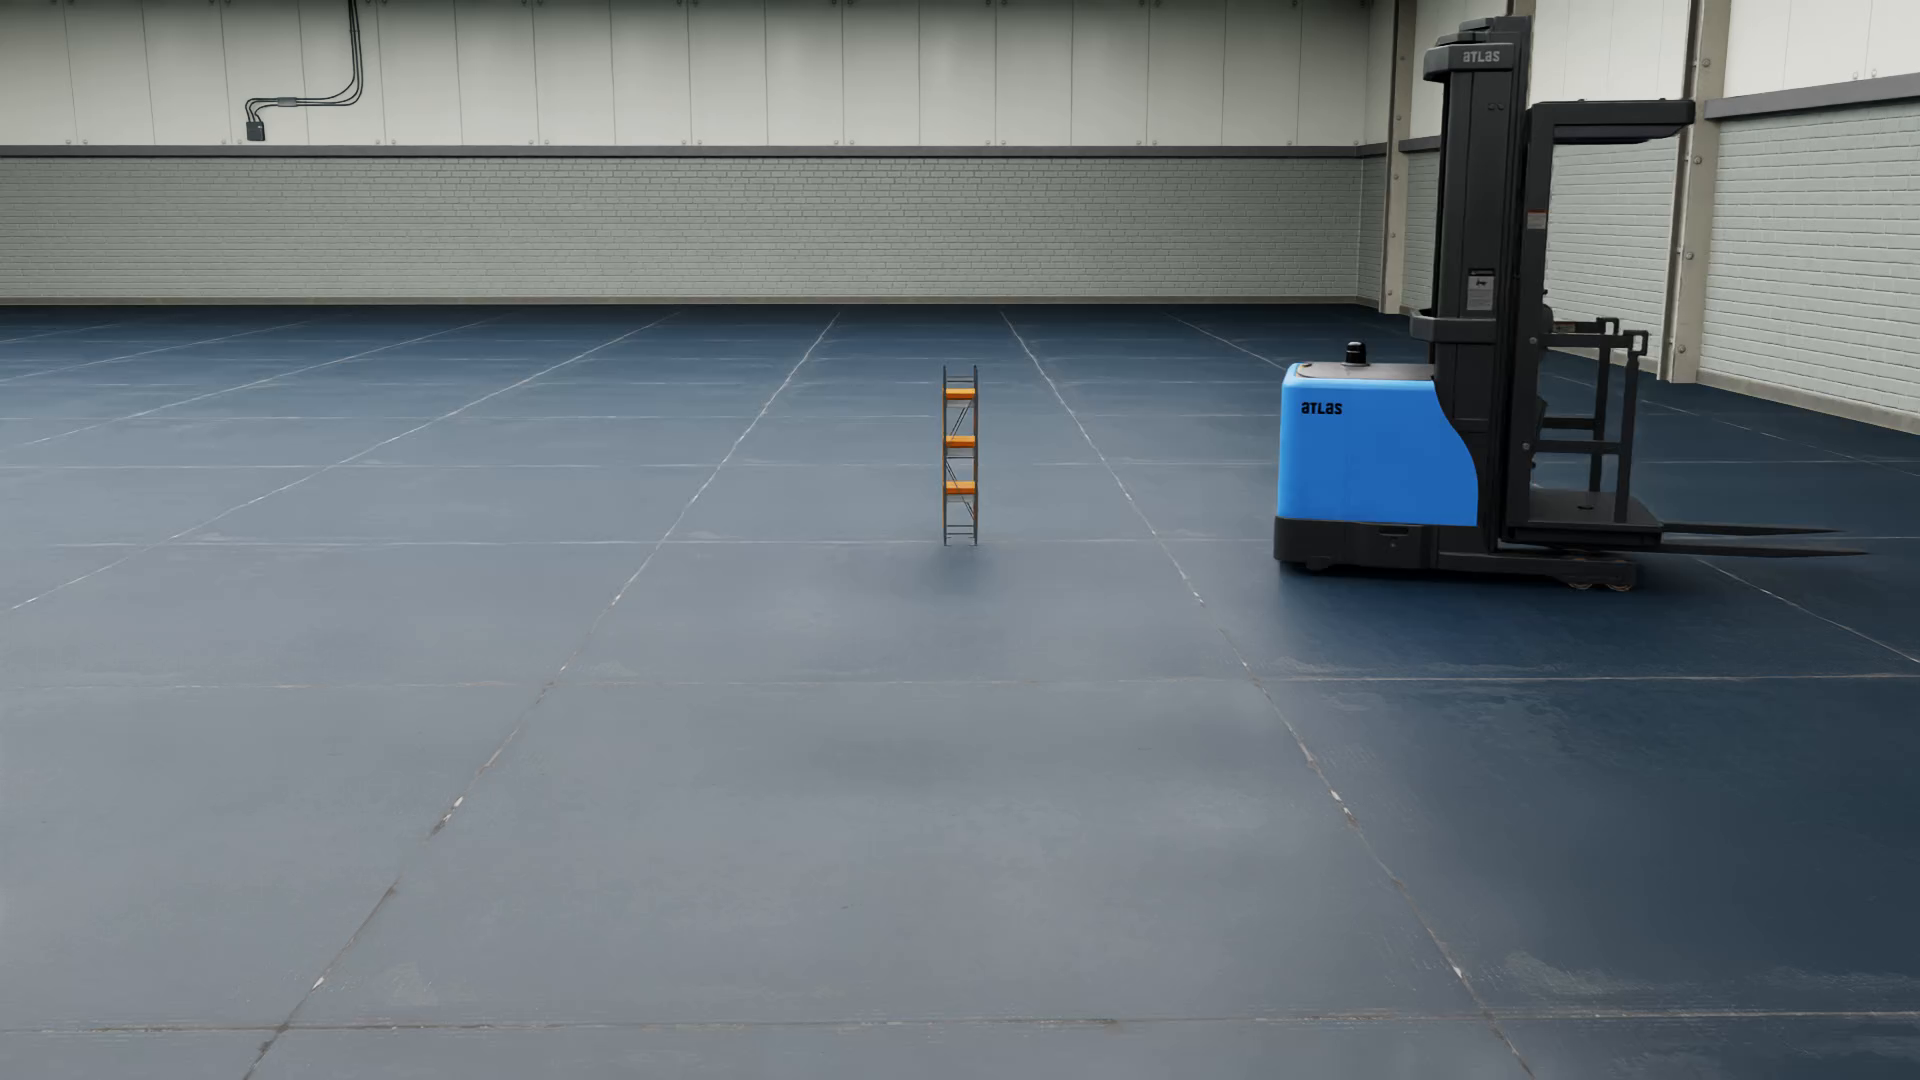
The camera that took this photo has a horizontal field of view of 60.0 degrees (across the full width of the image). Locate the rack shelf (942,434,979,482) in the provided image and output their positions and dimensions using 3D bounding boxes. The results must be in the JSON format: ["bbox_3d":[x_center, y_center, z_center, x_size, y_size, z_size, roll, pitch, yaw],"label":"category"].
[{"bbox_3d":[0.001,-0.494,9.904,0.215,0.259,0.240,0,11,-1],"label":"rack shelf"}]

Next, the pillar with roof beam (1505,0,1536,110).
[{"bbox_3d":[3.773,-7.401,23.907,9.100,9.000,0.400,0,11,-1],"label":"pillar with roof beam"}]

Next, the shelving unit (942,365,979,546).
[{"bbox_3d":[0.001,-0.504,9.902,0.215,1.050,0.252,0,11,-1],"label":"shelving unit"}]

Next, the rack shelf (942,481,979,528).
[{"bbox_3d":[0.001,-0.221,9.960,0.215,0.259,0.240,0,11,-1],"label":"rack shelf"}]

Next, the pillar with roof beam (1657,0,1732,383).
[{"bbox_3d":[3.897,-6.208,18.028,9.100,9.000,0.400,0,11,-1],"label":"pillar with roof beam"}]

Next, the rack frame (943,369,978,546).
[{"bbox_3d":[0.004,-0.480,9.783,0.200,1.050,0.008,0,11,-1],"label":"rack frame"}]

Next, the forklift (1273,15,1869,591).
[{"bbox_3d":[3.309,-1.283,9.013,3.031,2.935,1.130,3,12,13],"label":"forklift"}]

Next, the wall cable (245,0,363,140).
[{"bbox_3d":[-12.788,-10.776,31.987,2.305,6.003,0.169,0,11,-1],"label":"wall cable"}]

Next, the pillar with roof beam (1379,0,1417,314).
[{"bbox_3d":[3.649,-8.594,29.786,9.100,9.000,0.400,0,11,-1],"label":"pillar with roof beam"}]

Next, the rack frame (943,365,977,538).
[{"bbox_3d":[-0.001,-0.528,10.022,0.200,1.050,0.008,0,11,-1],"label":"rack frame"}]

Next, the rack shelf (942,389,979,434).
[{"bbox_3d":[0.001,-0.772,9.848,0.215,0.259,0.240,0,11,-1],"label":"rack shelf"}]
